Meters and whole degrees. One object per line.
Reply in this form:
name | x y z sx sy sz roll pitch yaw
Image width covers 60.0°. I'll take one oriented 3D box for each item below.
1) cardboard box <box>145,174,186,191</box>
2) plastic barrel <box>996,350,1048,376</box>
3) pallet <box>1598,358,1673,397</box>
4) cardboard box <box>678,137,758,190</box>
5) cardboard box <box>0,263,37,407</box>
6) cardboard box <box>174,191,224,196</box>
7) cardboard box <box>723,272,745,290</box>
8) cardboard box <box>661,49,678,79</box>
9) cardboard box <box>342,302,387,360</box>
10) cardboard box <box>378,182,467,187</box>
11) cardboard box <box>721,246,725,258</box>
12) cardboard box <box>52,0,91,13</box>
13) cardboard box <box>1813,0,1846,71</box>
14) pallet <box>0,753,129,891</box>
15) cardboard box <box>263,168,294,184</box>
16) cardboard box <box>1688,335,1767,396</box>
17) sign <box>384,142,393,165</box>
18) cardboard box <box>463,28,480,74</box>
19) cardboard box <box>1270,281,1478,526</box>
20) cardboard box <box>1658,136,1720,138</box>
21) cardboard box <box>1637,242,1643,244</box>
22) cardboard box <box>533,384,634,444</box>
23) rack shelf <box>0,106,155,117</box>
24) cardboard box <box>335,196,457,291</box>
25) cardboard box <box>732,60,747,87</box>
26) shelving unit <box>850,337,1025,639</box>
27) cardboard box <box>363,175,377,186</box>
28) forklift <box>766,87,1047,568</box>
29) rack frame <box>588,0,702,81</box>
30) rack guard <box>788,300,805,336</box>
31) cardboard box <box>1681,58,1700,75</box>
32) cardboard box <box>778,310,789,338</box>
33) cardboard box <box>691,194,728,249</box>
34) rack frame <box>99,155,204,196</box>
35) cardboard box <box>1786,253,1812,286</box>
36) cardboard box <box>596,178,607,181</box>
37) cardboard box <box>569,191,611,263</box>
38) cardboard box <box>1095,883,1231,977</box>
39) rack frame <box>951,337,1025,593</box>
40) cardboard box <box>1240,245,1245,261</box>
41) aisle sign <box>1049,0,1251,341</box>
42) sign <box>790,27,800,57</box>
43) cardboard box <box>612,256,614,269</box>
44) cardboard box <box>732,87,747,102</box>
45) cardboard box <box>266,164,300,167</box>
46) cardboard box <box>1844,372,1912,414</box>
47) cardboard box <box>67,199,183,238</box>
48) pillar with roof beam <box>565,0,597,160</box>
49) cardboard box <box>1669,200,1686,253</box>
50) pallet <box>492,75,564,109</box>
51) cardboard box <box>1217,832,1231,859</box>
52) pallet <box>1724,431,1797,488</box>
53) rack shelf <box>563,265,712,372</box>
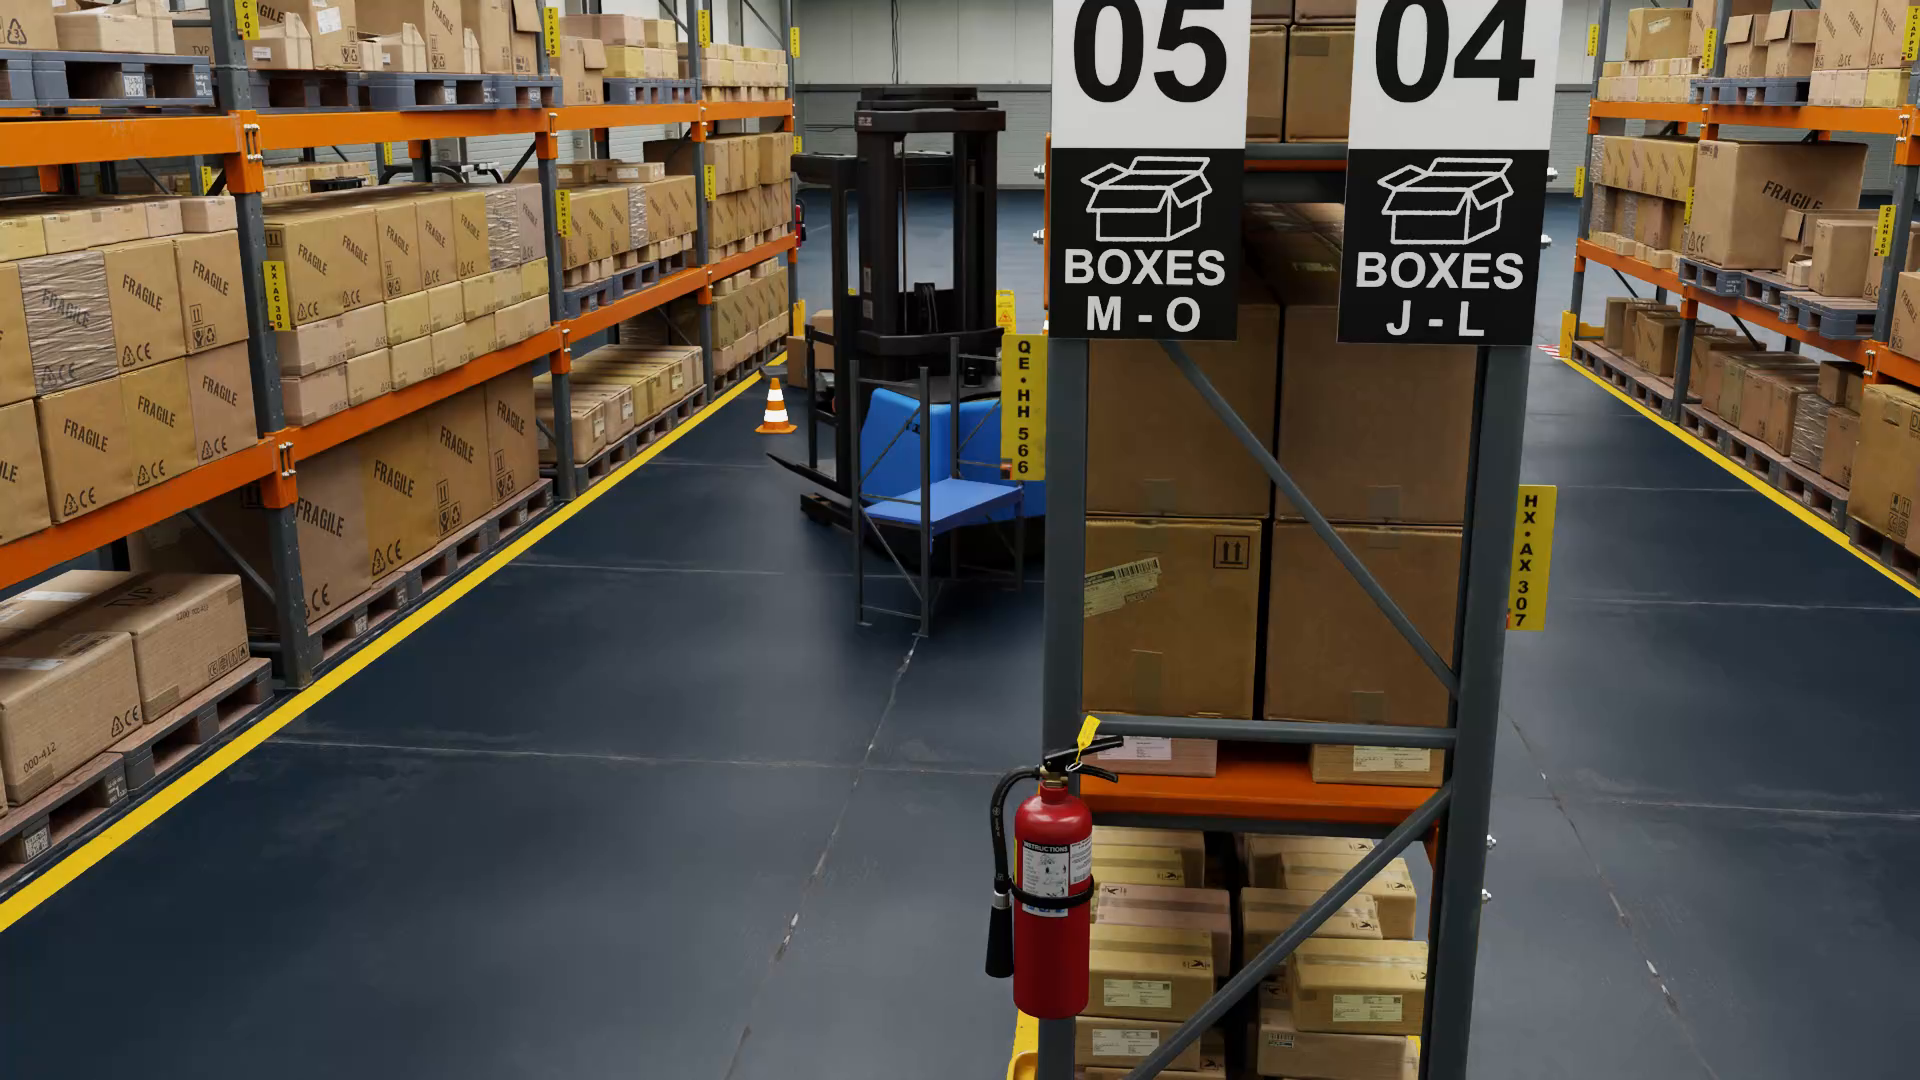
cardboard box | -8.013 -3.596 16.709 0.380 0.149 0.250 1 15 5
plastic barrel | 0.648 -1.766 16.882 0.421 0.421 0.512 -14 20 -42
pallet | 7.137 -1.644 16.839 1.003 0.211 1.213 2 15 6
cardboard box | -2.458 -3.833 16.915 0.700 0.500 0.500 1 15 5
cardboard box | -3.745 -0.722 5.978 0.500 0.500 0.500 2 15 6
cardboard box | -7.521 -3.371 16.449 0.380 0.149 0.250 1 15 5
cardboard box | -2.421 -2.649 16.997 0.380 0.149 0.250 2 15 8
cardboard box | -2.808 -4.212 14.730 0.500 0.250 0.500 1 15 5
cardboard box | -3.427 -1.126 8.908 0.500 0.250 0.500 2 15 7
cardboard box | -3.636 -2.163 11.306 0.500 0.500 0.500 1 15 4
cardboard box | -2.555 -2.878 16.539 0.380 0.149 0.250 2 15 6
cardboard box | -4.063 -2.316 7.046 0.500 0.500 0.500 2 15 7
cardboard box | 6.433 -3.590 11.798 0.500 0.500 0.500 2 15 7
pallet | -4.087 1.143 6.529 1.003 0.211 1.213 2 15 6
cardboard box | -7.410 -3.916 17.892 0.380 0.149 0.250 2 15 6
cardboard box | 7.046 -1.596 15.304 0.500 0.500 0.500 1 15 5
sign | -6.829 -4.626 19.852 0.100 0.325 0.005 2 15 6
cardboard box | -3.145 -2.971 10.108 0.396 0.266 0.258 1 15 5
cardboard box | 1.005 -0.341 4.000 0.500 0.500 0.500 2 15 6
cardboard box | 7.545 -3.930 17.273 0.500 0.500 0.500 2 15 6
cardboard box | 6.981 -2.892 16.593 0.380 0.149 0.250 2 15 6
cardboard box | -3.188 -1.024 13.434 0.950 0.372 0.625 1 15 5
rack shelf | -8.044 -3.517 14.054 1.077 0.370 4.000 2 15 6
cardboard box | -3.312 -1.749 9.775 0.500 0.500 0.500 1 15 5
cardboard box | -2.445 -4.679 16.689 0.500 0.250 0.500 2 15 7
shelving unit | -0.107 -0.331 9.514 0.538 1.500 1.048 9 18 31
cardboard box | -7.127 -4.236 19.646 0.380 0.149 0.250 2 15 7
forklift | -0.466 -1.577 11.380 1.130 2.935 3.031 -8 17 -28
rack frame | -2.886 -5.686 14.950 1.000 3.000 0.127 2 15 6
rack guard | -2.443 -2.601 19.823 1.175 0.500 0.348 2 15 6
cardboard box | 6.774 -4.293 15.069 0.380 0.149 0.250 1 15 3
cardboard box | -2.261 -2.479 19.046 0.500 0.250 0.500 2 15 6
cardboard box | -2.559 -3.088 16.072 0.500 0.500 0.500 2 15 6
rack frame | -7.818 -2.935 16.270 1.000 3.000 0.127 2 15 6
cardboard box | 6.430 -2.039 12.408 0.396 0.266 0.258 1 15 5
cardboard box | -3.279 -2.941 14.727 0.500 0.500 0.500 2 15 6
cardboard box | -3.004 -2.392 12.696 0.500 0.500 0.500 2 15 9
cardboard box | 0.584 1.120 4.790 0.380 0.149 0.250 2 15 7
rack frame | 0.164 -0.443 9.929 0.500 1.500 0.032 9 18 31
cardboard box | 0.602 -0.625 5.050 0.500 0.500 0.500 2 15 9
aisle sign | 0.384 -0.803 3.404 0.394 0.787 0.004 2 15 6
sign | -1.885 -5.681 18.983 0.100 0.325 0.005 2 15 6
cardboard box | -2.972 -2.190 13.192 0.380 0.149 0.250 3 15 10
cardboard box | -2.374 -4.522 16.873 0.380 0.149 0.250 1 15 5
cardboard box | -7.738 -4.197 18.933 0.380 0.149 0.250 2 15 7
cardboard box | 6.556 -1.003 11.633 0.500 0.250 0.500 2 15 9
cardboard box | -3.644 -1.405 7.260 0.380 0.149 0.250 2 15 8
pillar with roof beam | -2.709 -9.700 29.795 9.100 9.000 0.400 2 15 6
cardboard box | 7.165 -2.933 15.502 0.875 0.500 0.500 2 15 6
pallet | -3.357 -2.941 10.906 1.213 0.211 1.003 2 15 9
cardboard box | 1.093 1.002 5.798 0.380 0.149 0.250 2 15 9
pallet | 6.740 -0.633 13.097 1.003 0.211 1.213 2 15 6
rack shelf | -3.111 -1.924 13.908 1.077 0.370 4.000 2 15 6
